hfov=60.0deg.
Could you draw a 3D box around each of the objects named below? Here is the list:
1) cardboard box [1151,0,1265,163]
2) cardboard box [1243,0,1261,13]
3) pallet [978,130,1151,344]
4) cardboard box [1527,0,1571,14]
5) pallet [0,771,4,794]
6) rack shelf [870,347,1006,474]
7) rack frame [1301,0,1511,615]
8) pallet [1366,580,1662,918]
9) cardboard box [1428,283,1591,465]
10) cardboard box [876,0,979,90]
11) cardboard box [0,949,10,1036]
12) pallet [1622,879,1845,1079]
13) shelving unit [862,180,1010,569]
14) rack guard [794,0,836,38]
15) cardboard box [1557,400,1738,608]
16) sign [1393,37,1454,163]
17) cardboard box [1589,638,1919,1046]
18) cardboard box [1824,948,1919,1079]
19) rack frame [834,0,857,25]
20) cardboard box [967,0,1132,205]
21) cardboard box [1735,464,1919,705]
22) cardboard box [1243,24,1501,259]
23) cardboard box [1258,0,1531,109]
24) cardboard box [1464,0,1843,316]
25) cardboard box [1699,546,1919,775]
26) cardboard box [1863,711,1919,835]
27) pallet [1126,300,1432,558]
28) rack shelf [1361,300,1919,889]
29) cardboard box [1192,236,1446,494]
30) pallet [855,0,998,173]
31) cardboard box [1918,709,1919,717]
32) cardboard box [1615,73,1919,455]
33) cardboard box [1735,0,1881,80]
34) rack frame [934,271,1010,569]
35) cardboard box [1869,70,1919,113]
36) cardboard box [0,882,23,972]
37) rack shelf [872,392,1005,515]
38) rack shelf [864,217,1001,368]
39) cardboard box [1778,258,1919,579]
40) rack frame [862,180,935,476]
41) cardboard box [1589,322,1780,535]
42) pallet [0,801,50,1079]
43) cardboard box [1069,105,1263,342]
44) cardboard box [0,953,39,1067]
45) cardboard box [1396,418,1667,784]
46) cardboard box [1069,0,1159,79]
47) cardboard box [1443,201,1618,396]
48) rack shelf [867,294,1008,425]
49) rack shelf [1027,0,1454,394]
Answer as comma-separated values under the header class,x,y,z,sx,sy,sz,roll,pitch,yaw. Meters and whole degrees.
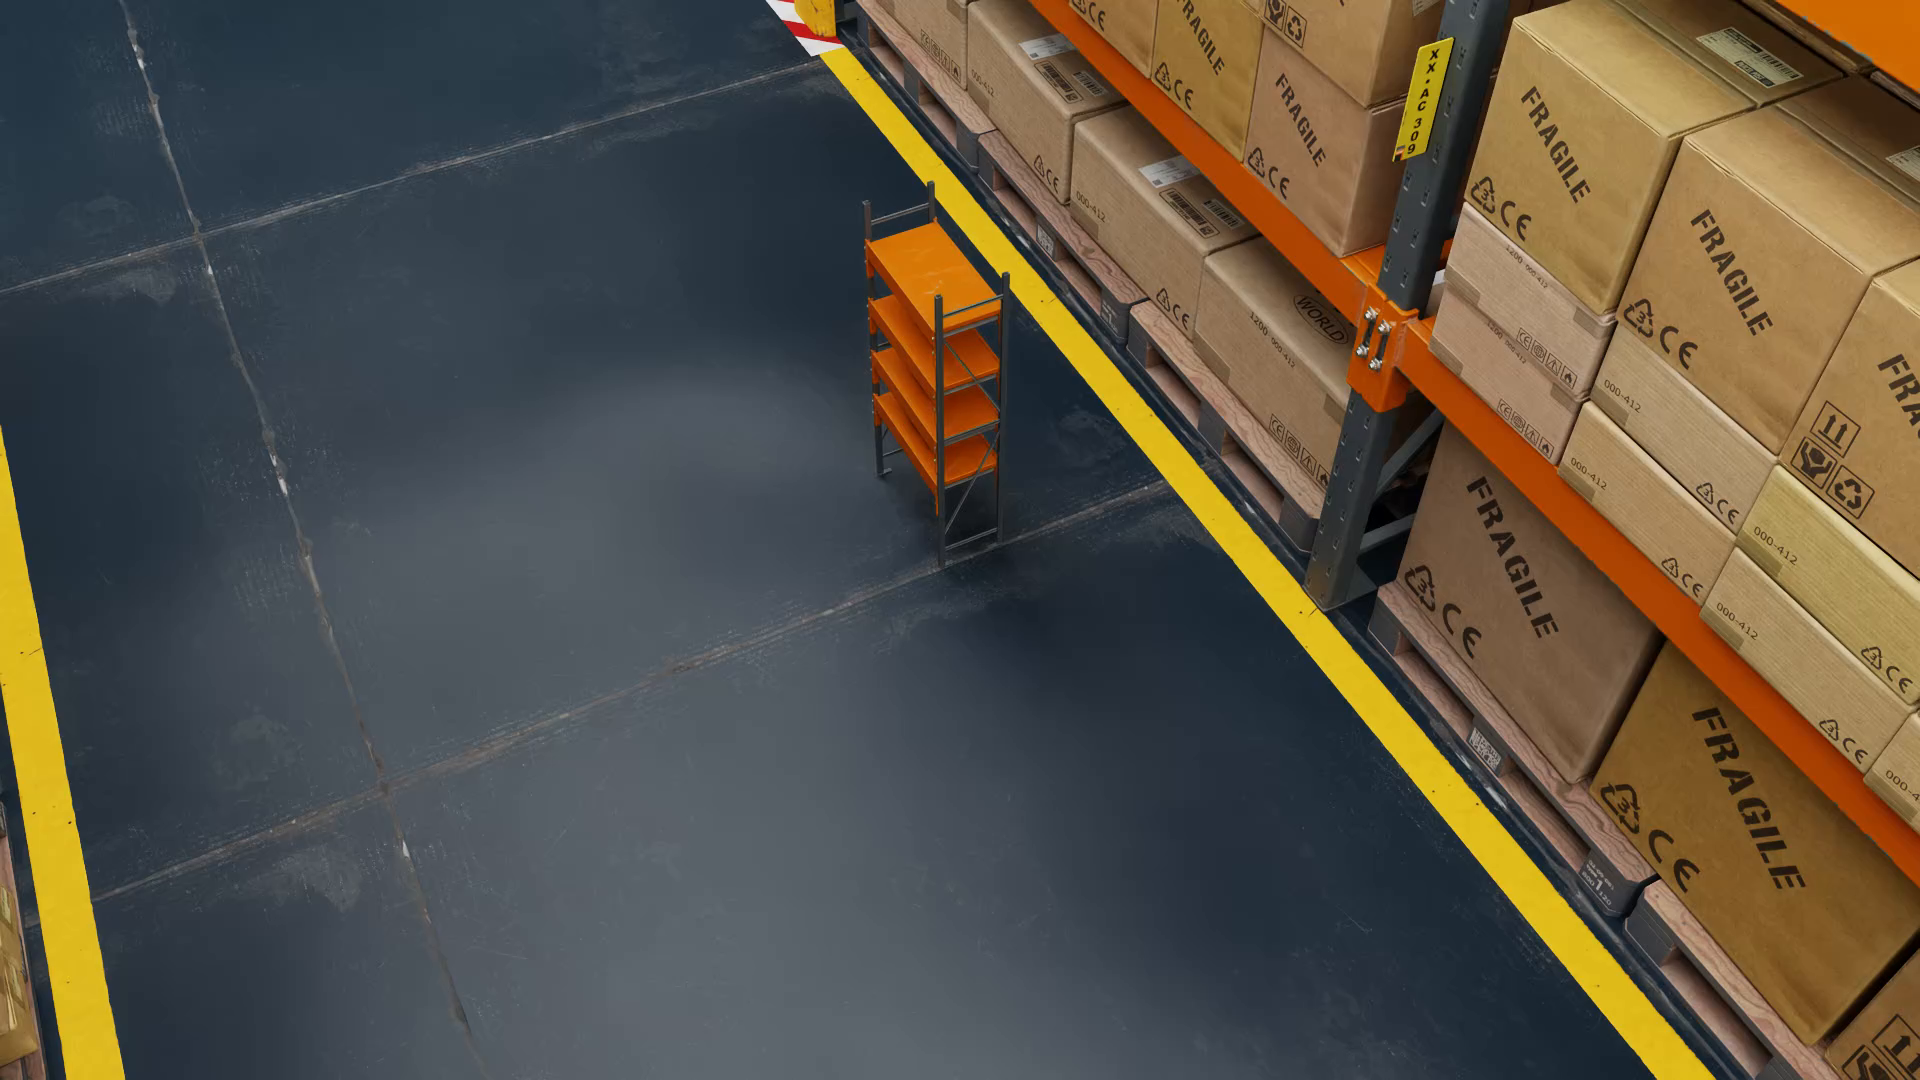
class,x,y,z,sx,sy,sz,roll,pitch,yaw
cardboard box,0.944,-1.551,5.048,0.500,0.500,0.500,-22,52,-18
cardboard box,0.937,-1.879,4.670,0.500,0.500,0.500,-22,52,-18
pallet,0.783,-1.389,6.825,1.003,0.211,1.213,-21,52,-18
cardboard box,1.621,-1.718,4.529,0.500,0.500,0.500,-21,52,-17
pallet,-3.632,0.482,5.188,1.003,0.211,1.213,-21,52,-18
rack shelf,-0.076,-0.462,5.446,0.258,0.148,0.480,-21,52,-18
rack frame,1.624,-0.954,4.591,1.000,3.000,0.127,-21,52,-18
pallet,2.044,0.455,5.212,1.003,0.211,1.213,-21,52,-18
cardboard box,1.590,-0.519,4.311,0.500,0.250,0.500,-22,52,-18
cardboard box,0.184,-2.518,7.383,0.875,0.438,0.875,-23,53,-19
cardboard box,-2.613,1.169,4.152,0.380,0.149,0.250,-19,51,-16
pallet,2.606,1.273,4.497,1.003,0.211,1.213,-21,52,-18
shelving unit,-0.076,-0.506,5.395,0.258,1.200,0.503,-21,52,-18
rack guard,-0.218,-2.824,7.888,1.175,0.500,0.348,-21,52,-18
cardboard box,1.829,-0.173,4.008,0.500,0.250,0.500,-22,52,-18
sign,1.131,-1.072,4.067,0.100,0.325,0.005,-21,52,-18
cardboard box,2.399,0.597,4.368,0.875,0.875,0.875,-20,52,-16
cardboard box,2.808,1.196,3.844,0.875,0.875,0.875,-21,52,-17
rack frame,-0.207,-3.631,6.933,1.000,3.000,0.127,-21,52,-18
cardboard box,0.611,-1.909,6.850,0.875,0.438,0.875,-20,52,-17
cardboard box,2.045,0.009,3.517,0.500,0.250,0.500,-21,52,-17
cardboard box,1.184,-1.209,4.748,0.500,0.500,0.500,-21,52,-17
cardboard box,1.162,-1.536,4.370,0.500,0.500,0.500,-22,52,-18
cardboard box,1.570,-0.922,3.833,0.500,0.500,0.500,-21,52,-17
cardboard box,2.049,0.176,3.703,0.500,0.250,0.500,-22,52,-18
cardboard box,2.270,0.513,3.408,0.500,0.250,0.500,-22,52,-18
pallet,1.345,-0.571,6.110,1.003,0.211,1.213,-21,52,-18
rack shelf,2.539,0.622,3.691,1.077,0.370,4.000,-21,52,-18
cardboard box,1.432,-0.705,5.797,0.875,0.438,0.875,-22,52,-18
pallet,0.229,-2.204,7.538,1.003,0.211,1.213,-21,52,-18
cardboard box,2.278,0.347,3.221,0.500,0.250,0.500,-23,53,-19
cardboard box,1.827,-0.591,3.544,0.500,0.500,0.500,-21,52,-18
cardboard box,2.052,-1.103,3.991,0.500,0.500,0.500,-20,52,-16
rack frame,0.036,-0.342,5.252,0.240,1.200,0.015,-21,52,-18
cardboard box,2.295,-0.759,3.691,0.500,0.500,0.500,-20,52,-17
cardboard box,-2.734,1.087,4.422,0.380,0.149,0.250,-20,52,-16
rack shelf,-0.076,-0.331,5.595,0.258,0.148,0.480,-21,52,-18
rack shelf,-0.076,-0.764,5.099,0.258,0.148,0.480,-21,52,-18
cardboard box,2.054,-0.255,3.249,0.500,0.500,0.500,-22,52,-18
rack frame,-0.187,-0.669,5.538,0.240,1.200,0.015,-21,52,-18
cardboard box,1.838,-0.338,3.820,0.500,0.250,0.500,-20,52,-17
pallet,-3.070,1.300,4.473,1.003,0.211,1.213,-21,52,-18
cardboard box,1.022,-1.304,6.321,0.875,0.438,0.875,-23,53,-19
cardboard box,-2.612,1.265,4.266,0.380,0.149,0.250,-23,53,-19
cardboard box,1.979,-0.005,4.894,0.875,0.875,0.875,-20,52,-16
cardboard box,0.701,-1.883,5.337,0.500,0.500,0.500,-22,52,-18
cardboard box,1.574,-0.677,4.117,0.500,0.250,0.500,-23,53,-19
rack shelf,-0.076,-0.609,5.278,0.258,0.148,0.480,-21,52,-18
rack shelf,0.709,-2.055,6.033,1.077,0.370,4.000,-21,52,-18
